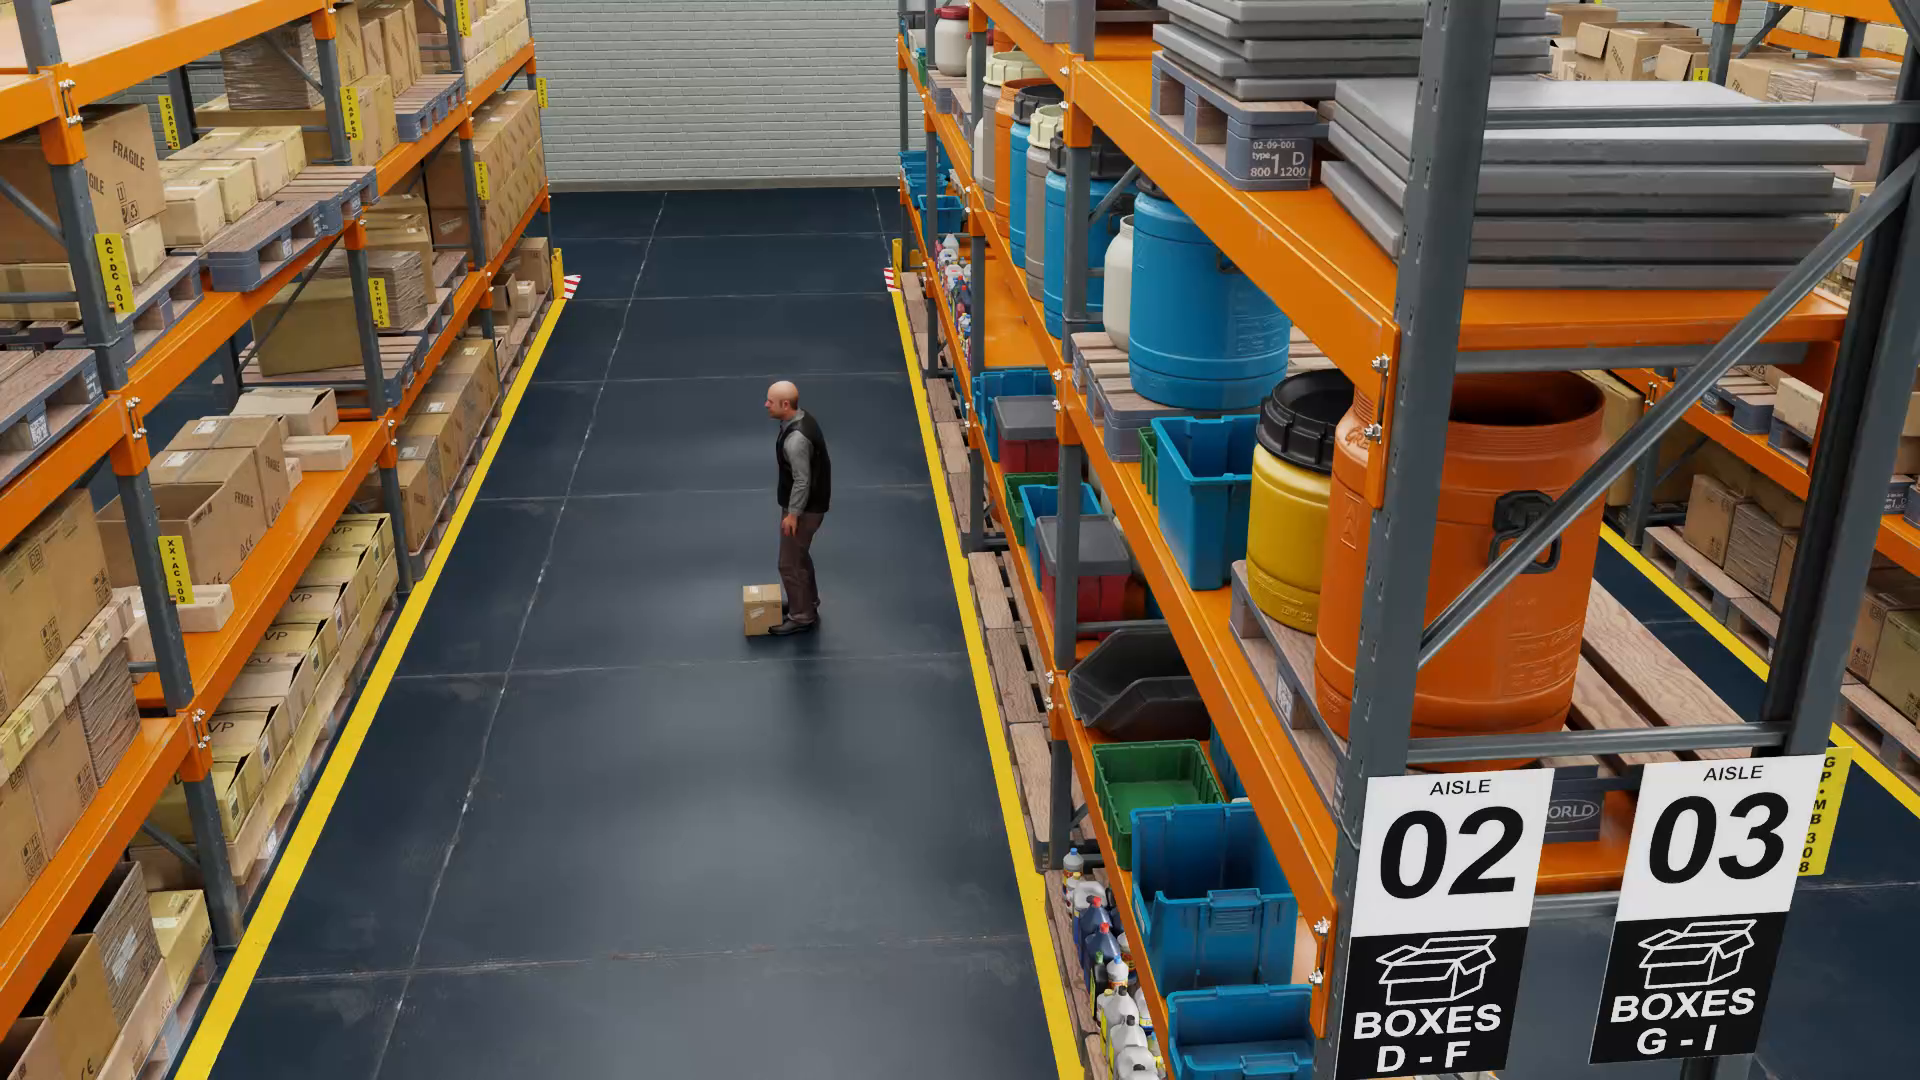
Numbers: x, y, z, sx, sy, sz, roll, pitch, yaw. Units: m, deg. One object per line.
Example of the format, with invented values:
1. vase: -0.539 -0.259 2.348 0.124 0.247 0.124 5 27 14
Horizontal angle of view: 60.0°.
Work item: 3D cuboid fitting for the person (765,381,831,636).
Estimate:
1. person: -1.067 -0.223 10.892 0.460 1.721 0.580 -2 24 -5
